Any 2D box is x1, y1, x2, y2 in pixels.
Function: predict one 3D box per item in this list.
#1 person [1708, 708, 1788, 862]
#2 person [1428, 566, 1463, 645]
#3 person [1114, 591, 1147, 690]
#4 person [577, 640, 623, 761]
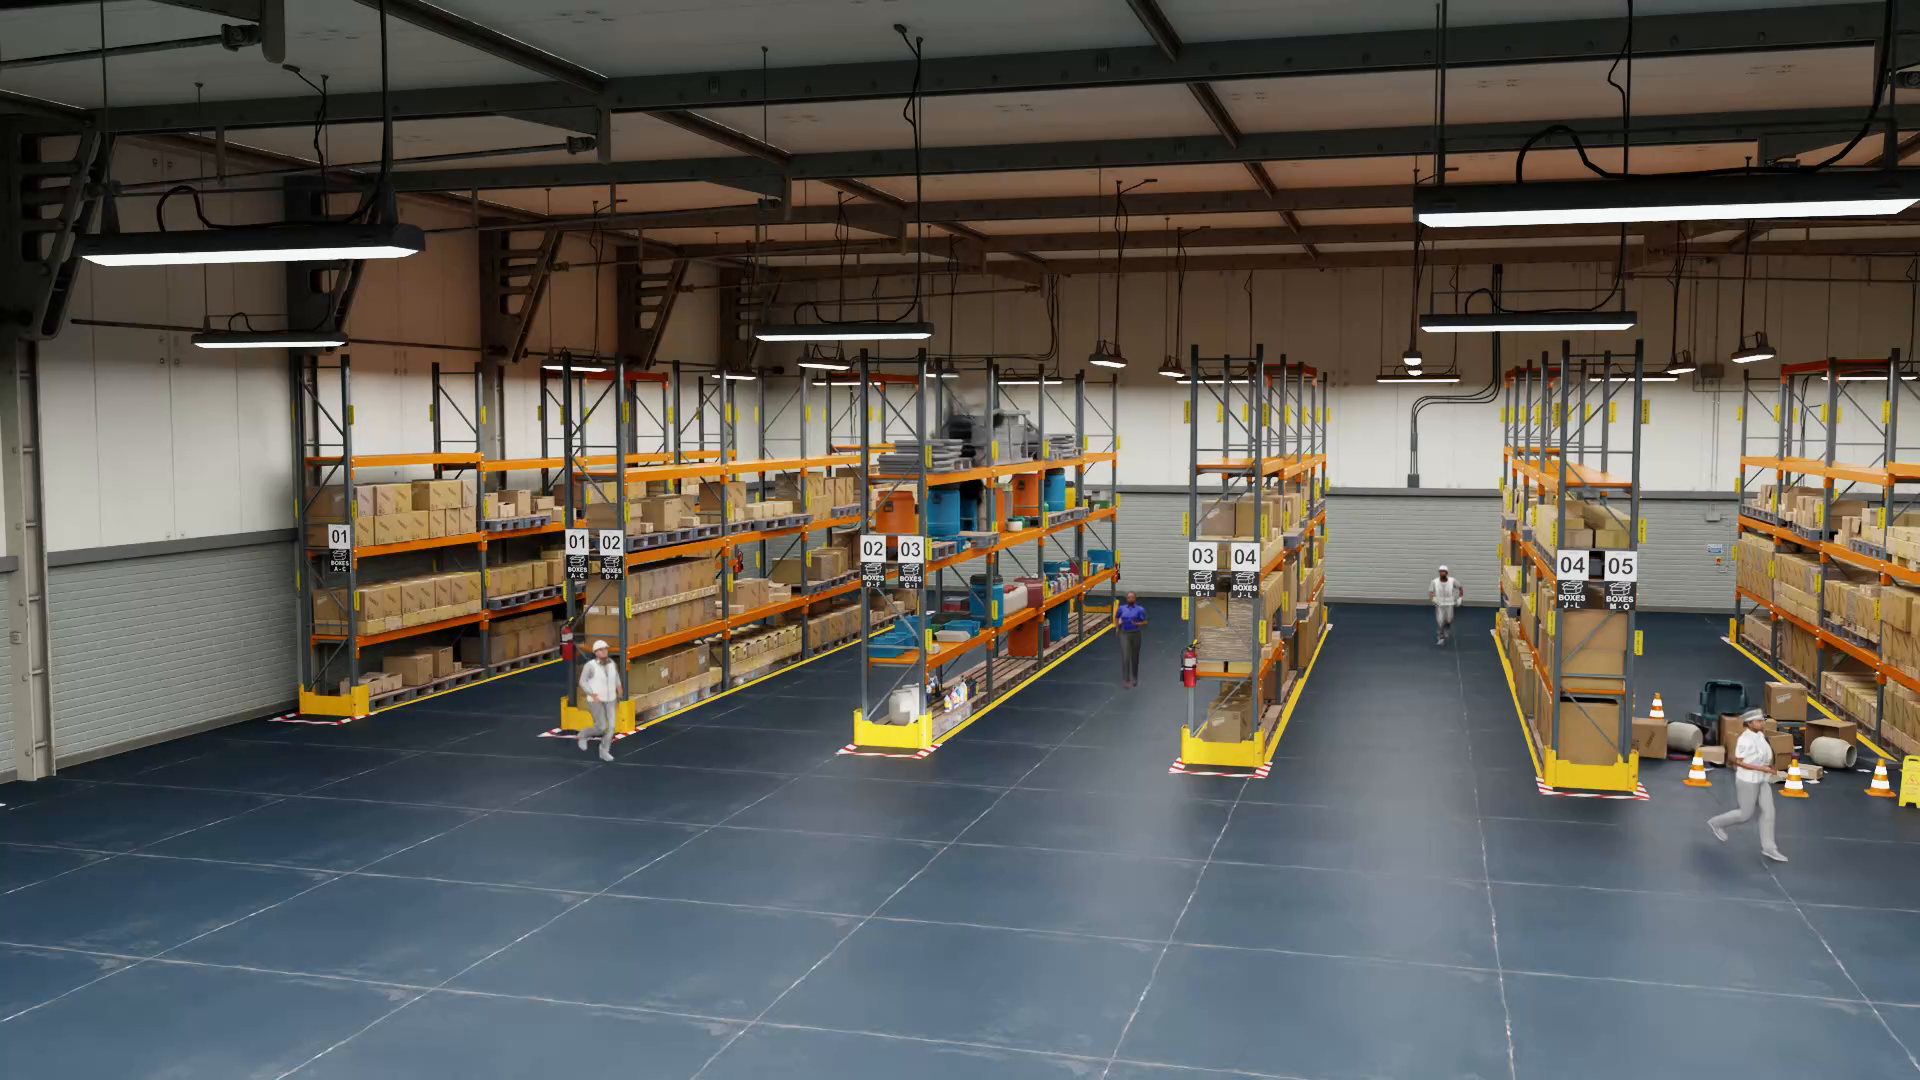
[{"bbox_3d":[8.986,2.740,18.893,0.580,1.696,0.898,-3,5,-34],"label":"person"},{"bbox_3d":[10.541,1.429,36.149,0.723,1.737,0.652,1,5,19],"label":"person"},{"bbox_3d":[2.946,1.724,28.721,0.574,1.691,0.858,0,4,6],"label":"person"},{"bbox_3d":[-5.251,2.325,24.281,0.663,1.754,0.647,-4,6,-45],"label":"person"}]
